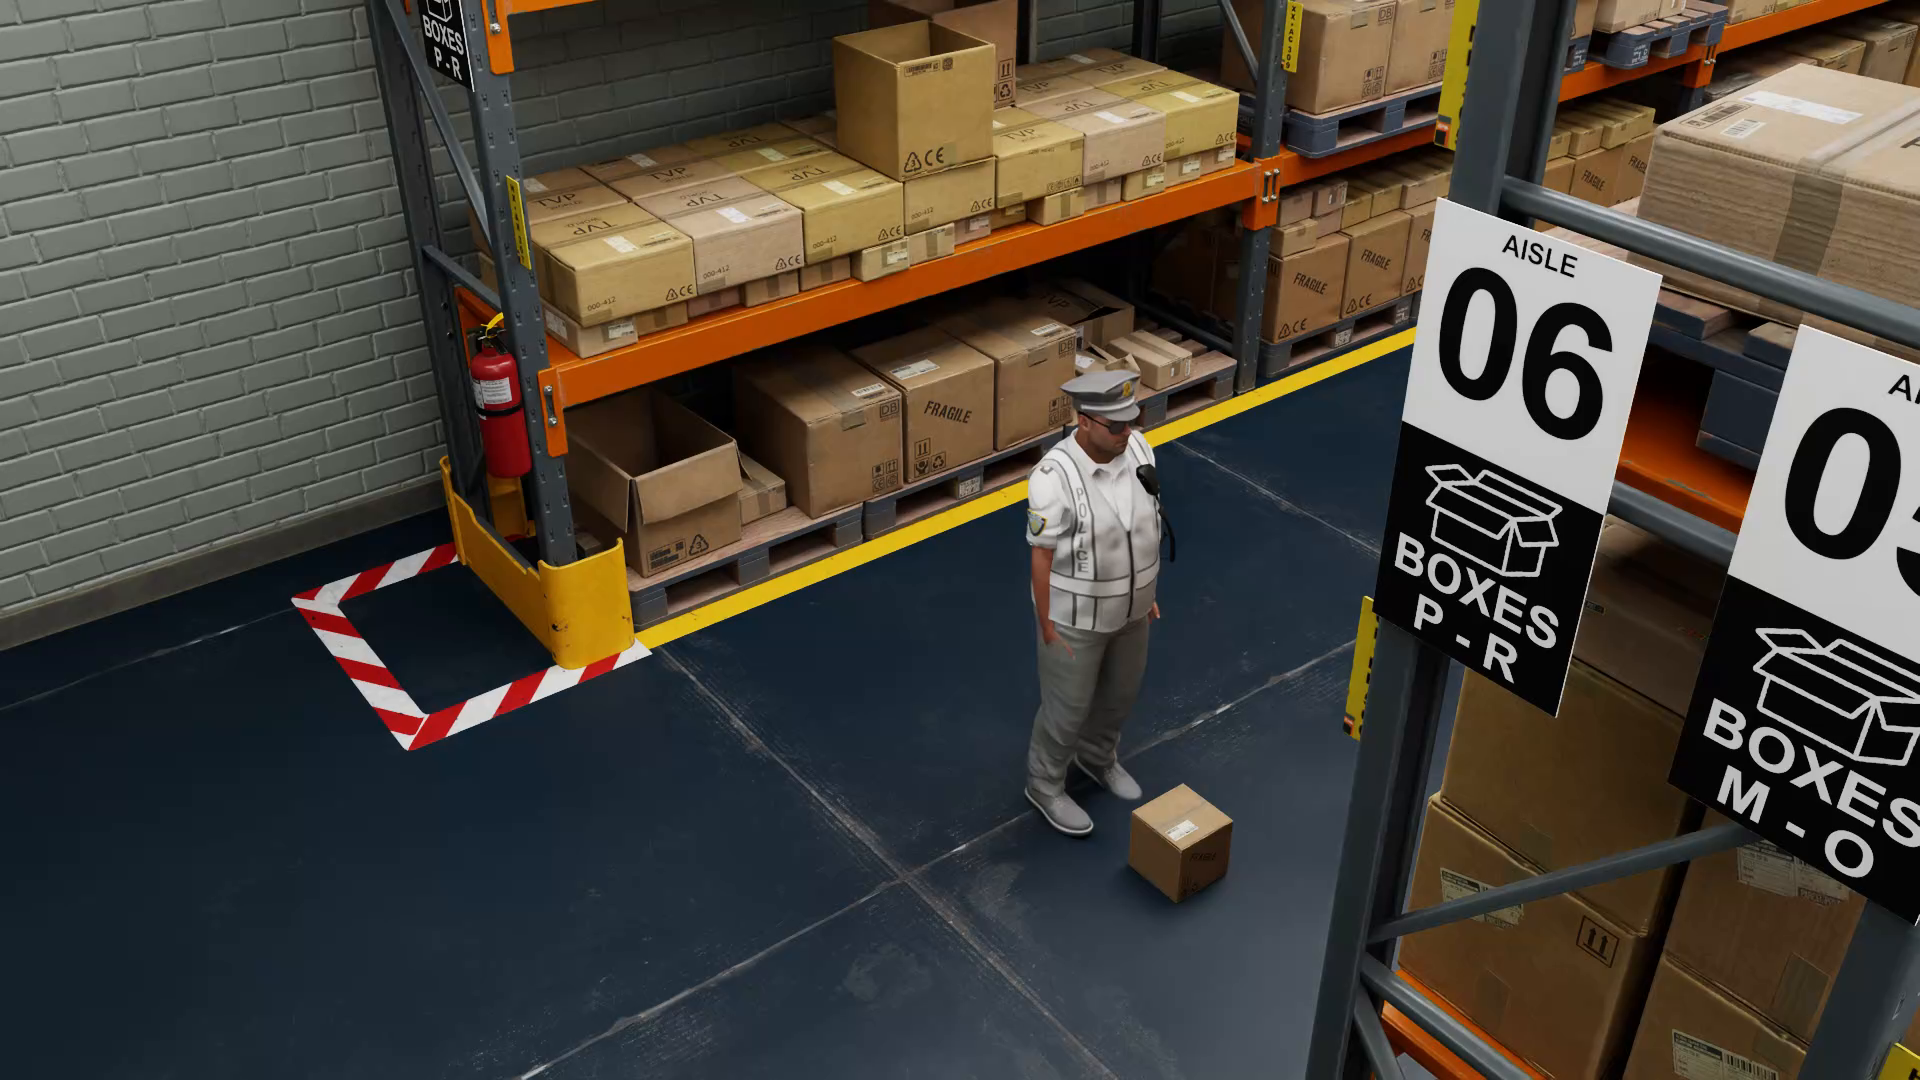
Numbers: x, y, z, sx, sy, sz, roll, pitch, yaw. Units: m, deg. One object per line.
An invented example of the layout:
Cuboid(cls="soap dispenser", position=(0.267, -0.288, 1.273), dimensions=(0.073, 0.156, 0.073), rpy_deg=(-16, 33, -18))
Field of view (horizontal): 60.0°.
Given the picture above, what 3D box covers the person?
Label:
Cuboid(cls="person", position=(0.481, 0.225, 5.786), dimensions=(0.526, 1.782, 0.393), rpy_deg=(-21, 38, -30))
